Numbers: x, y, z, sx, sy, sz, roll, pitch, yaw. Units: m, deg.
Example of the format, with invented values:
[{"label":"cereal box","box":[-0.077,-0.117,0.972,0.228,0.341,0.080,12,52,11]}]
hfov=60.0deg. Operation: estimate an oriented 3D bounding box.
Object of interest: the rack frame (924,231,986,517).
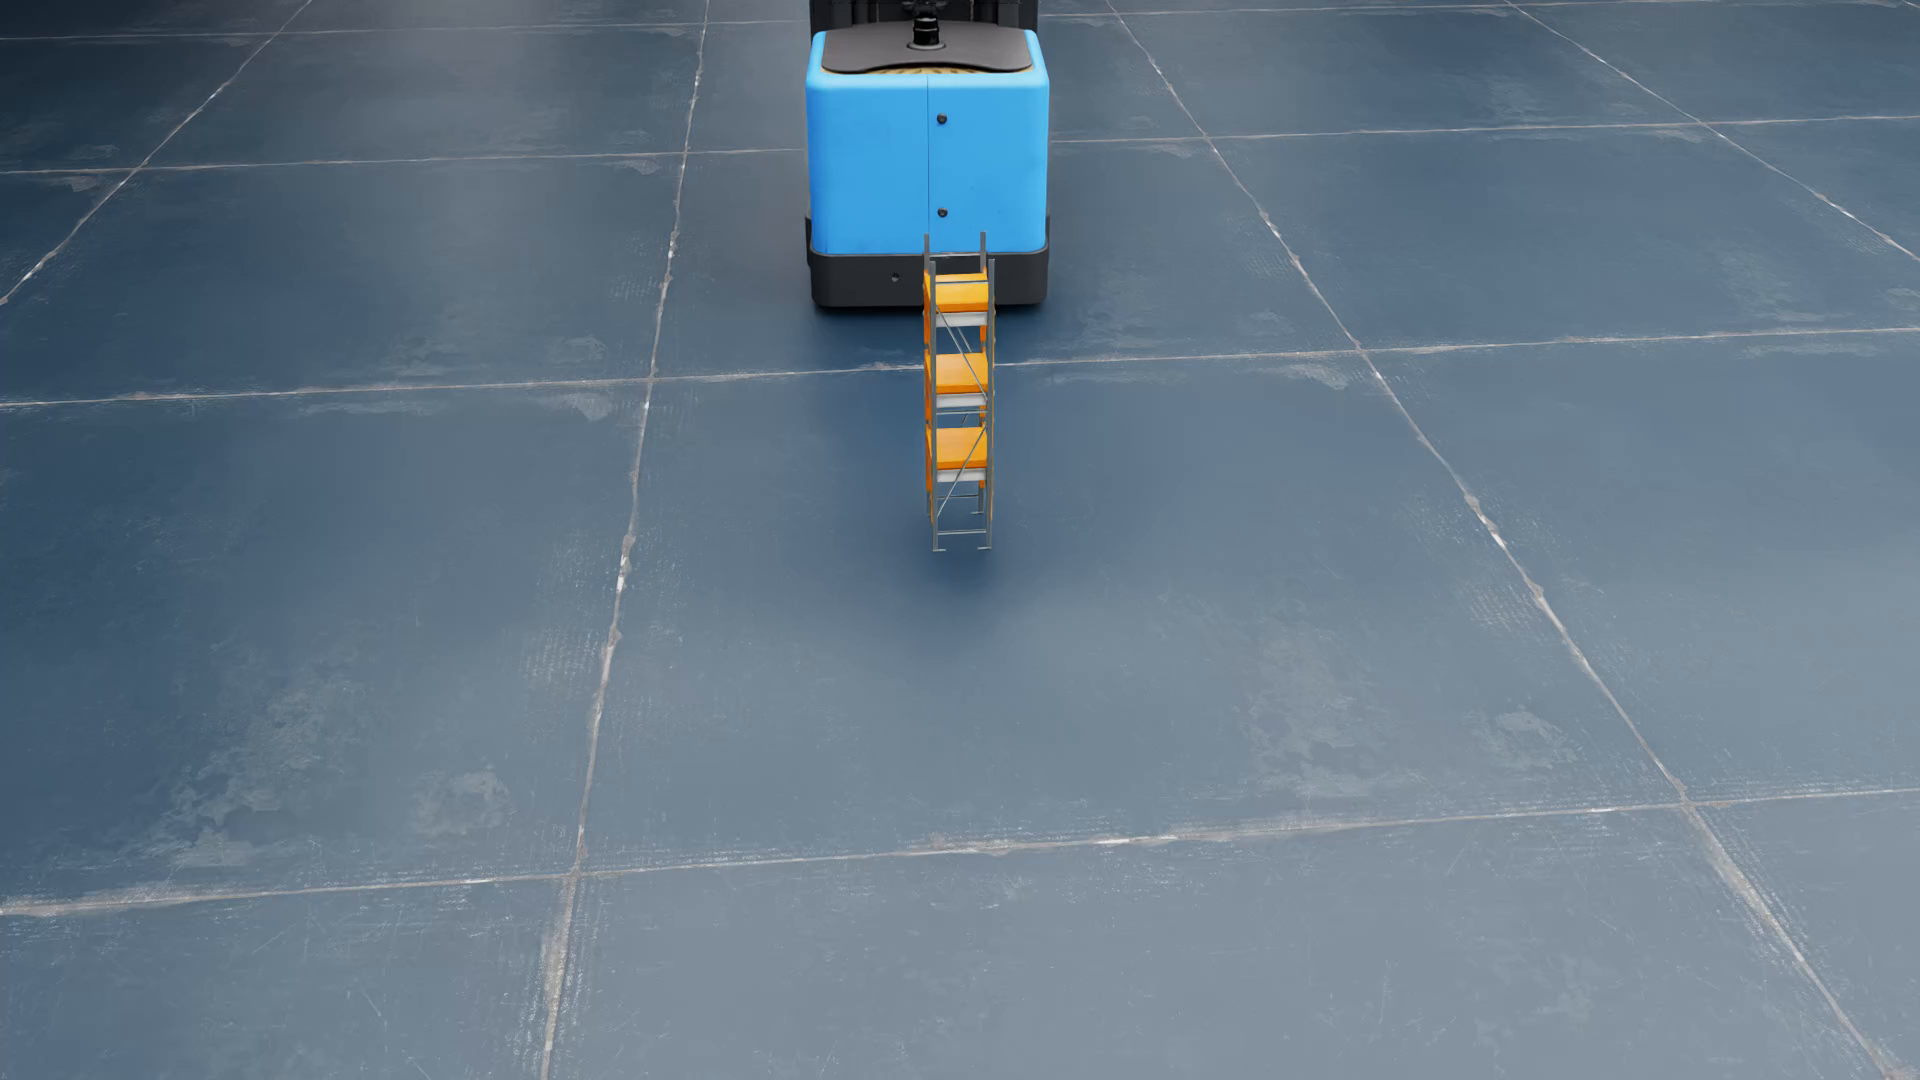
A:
[{"label":"rack frame","box":[-0.016,-0.540,5.631,0.200,1.050,0.008,-3,31,-5]}]

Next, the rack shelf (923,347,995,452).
[{"label":"rack shelf","box":[-0.005,-0.469,5.532,0.215,0.259,0.240,-3,31,-5]}]

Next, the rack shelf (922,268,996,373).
[{"label":"rack shelf","box":[-0.005,-0.713,5.386,0.215,0.259,0.240,-3,31,-5]}]

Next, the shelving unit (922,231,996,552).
[{"label":"shelving unit","box":[-0.005,-0.478,5.527,0.215,1.050,0.252,-3,31,-5]}]

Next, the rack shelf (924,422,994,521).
[{"label":"rack shelf","box":[-0.005,-0.230,5.674,0.215,0.259,0.240,-3,31,-5]}]

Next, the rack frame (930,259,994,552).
[{"label":"rack frame","box":[0.006,-0.416,5.422,0.200,1.050,0.008,-3,31,-5]}]

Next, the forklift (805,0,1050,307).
[{"label":"forklift","box":[-0.180,-3.006,7.925,1.130,2.935,3.031,-1,31,-2]}]
